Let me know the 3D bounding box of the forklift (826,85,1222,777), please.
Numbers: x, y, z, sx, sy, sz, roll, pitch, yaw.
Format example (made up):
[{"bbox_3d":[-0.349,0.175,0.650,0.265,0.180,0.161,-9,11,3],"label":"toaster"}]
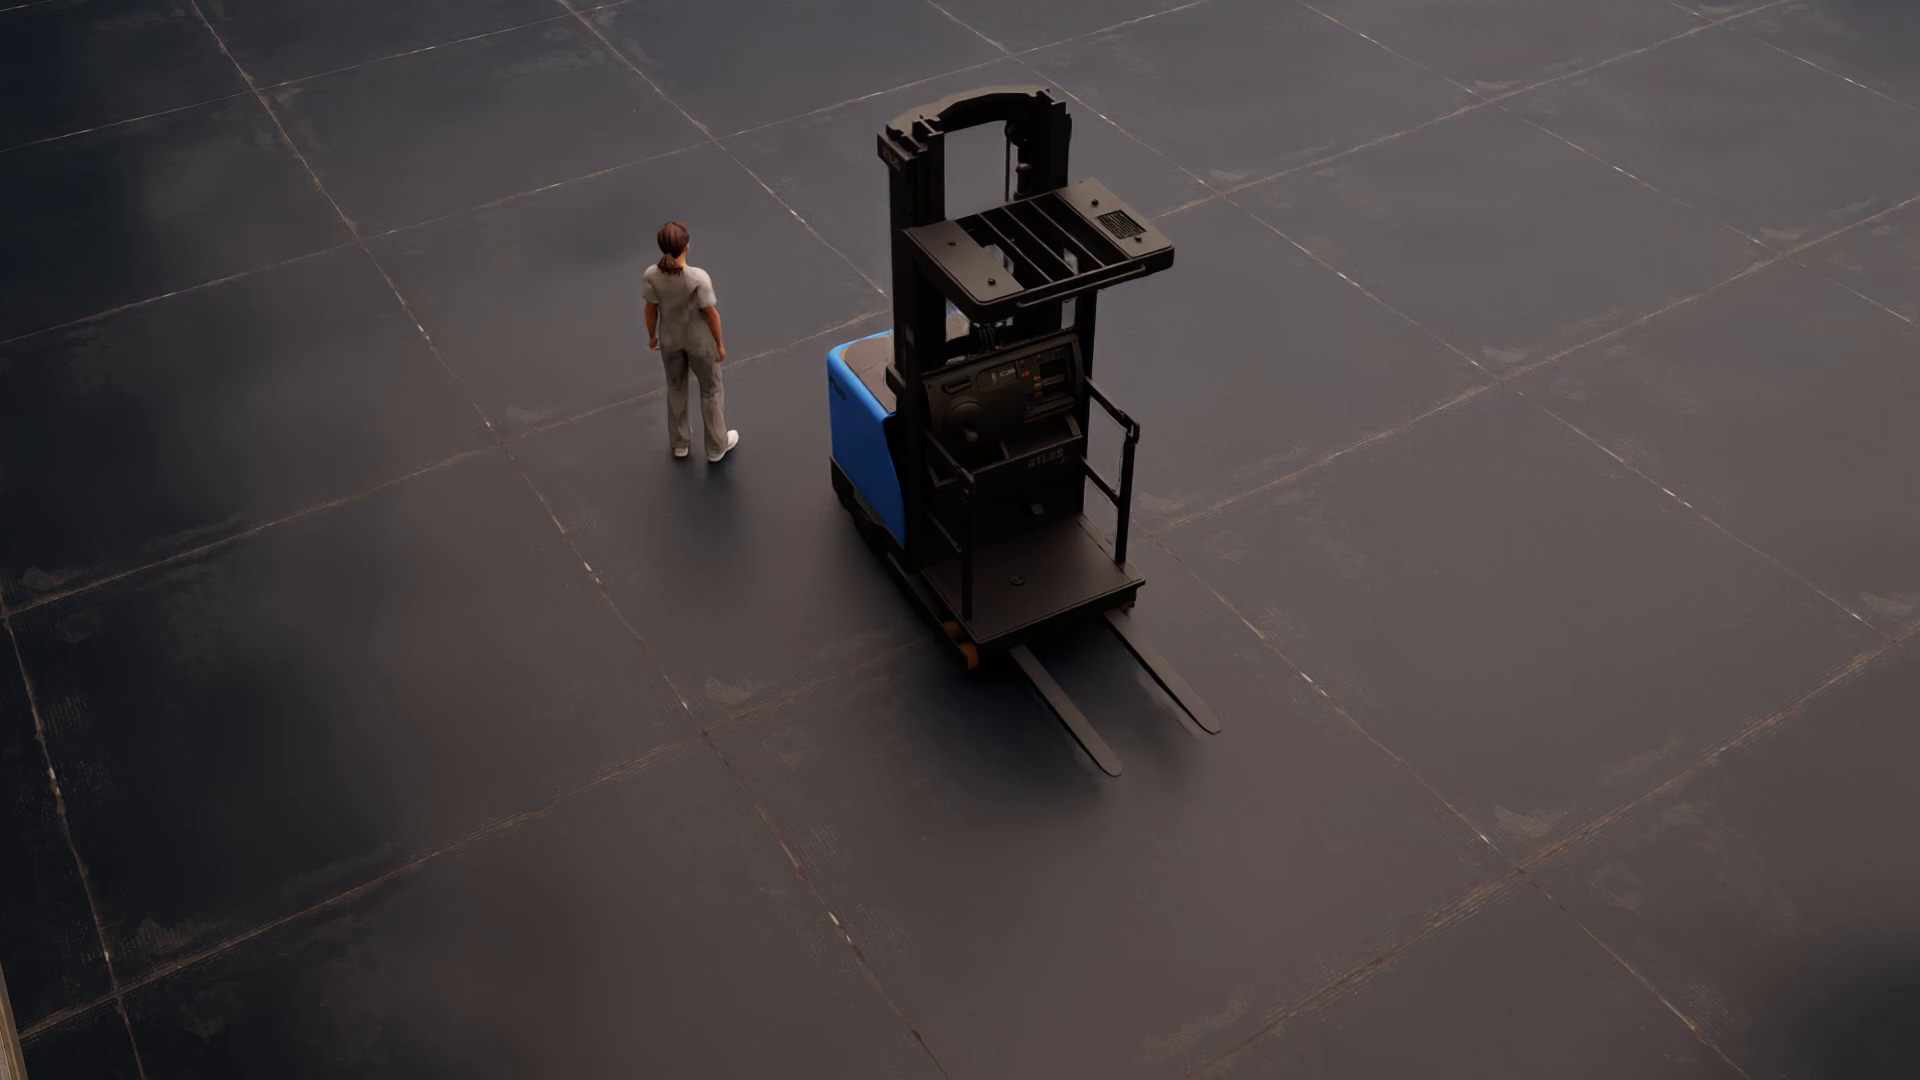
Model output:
[{"bbox_3d":[0.344,-0.719,8.694,1.130,2.935,3.031,-20,45,-21],"label":"forklift"}]

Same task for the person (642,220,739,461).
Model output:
[{"bbox_3d":[-1.678,-1.222,10.230,0.494,1.668,0.366,6,42,7],"label":"person"}]
